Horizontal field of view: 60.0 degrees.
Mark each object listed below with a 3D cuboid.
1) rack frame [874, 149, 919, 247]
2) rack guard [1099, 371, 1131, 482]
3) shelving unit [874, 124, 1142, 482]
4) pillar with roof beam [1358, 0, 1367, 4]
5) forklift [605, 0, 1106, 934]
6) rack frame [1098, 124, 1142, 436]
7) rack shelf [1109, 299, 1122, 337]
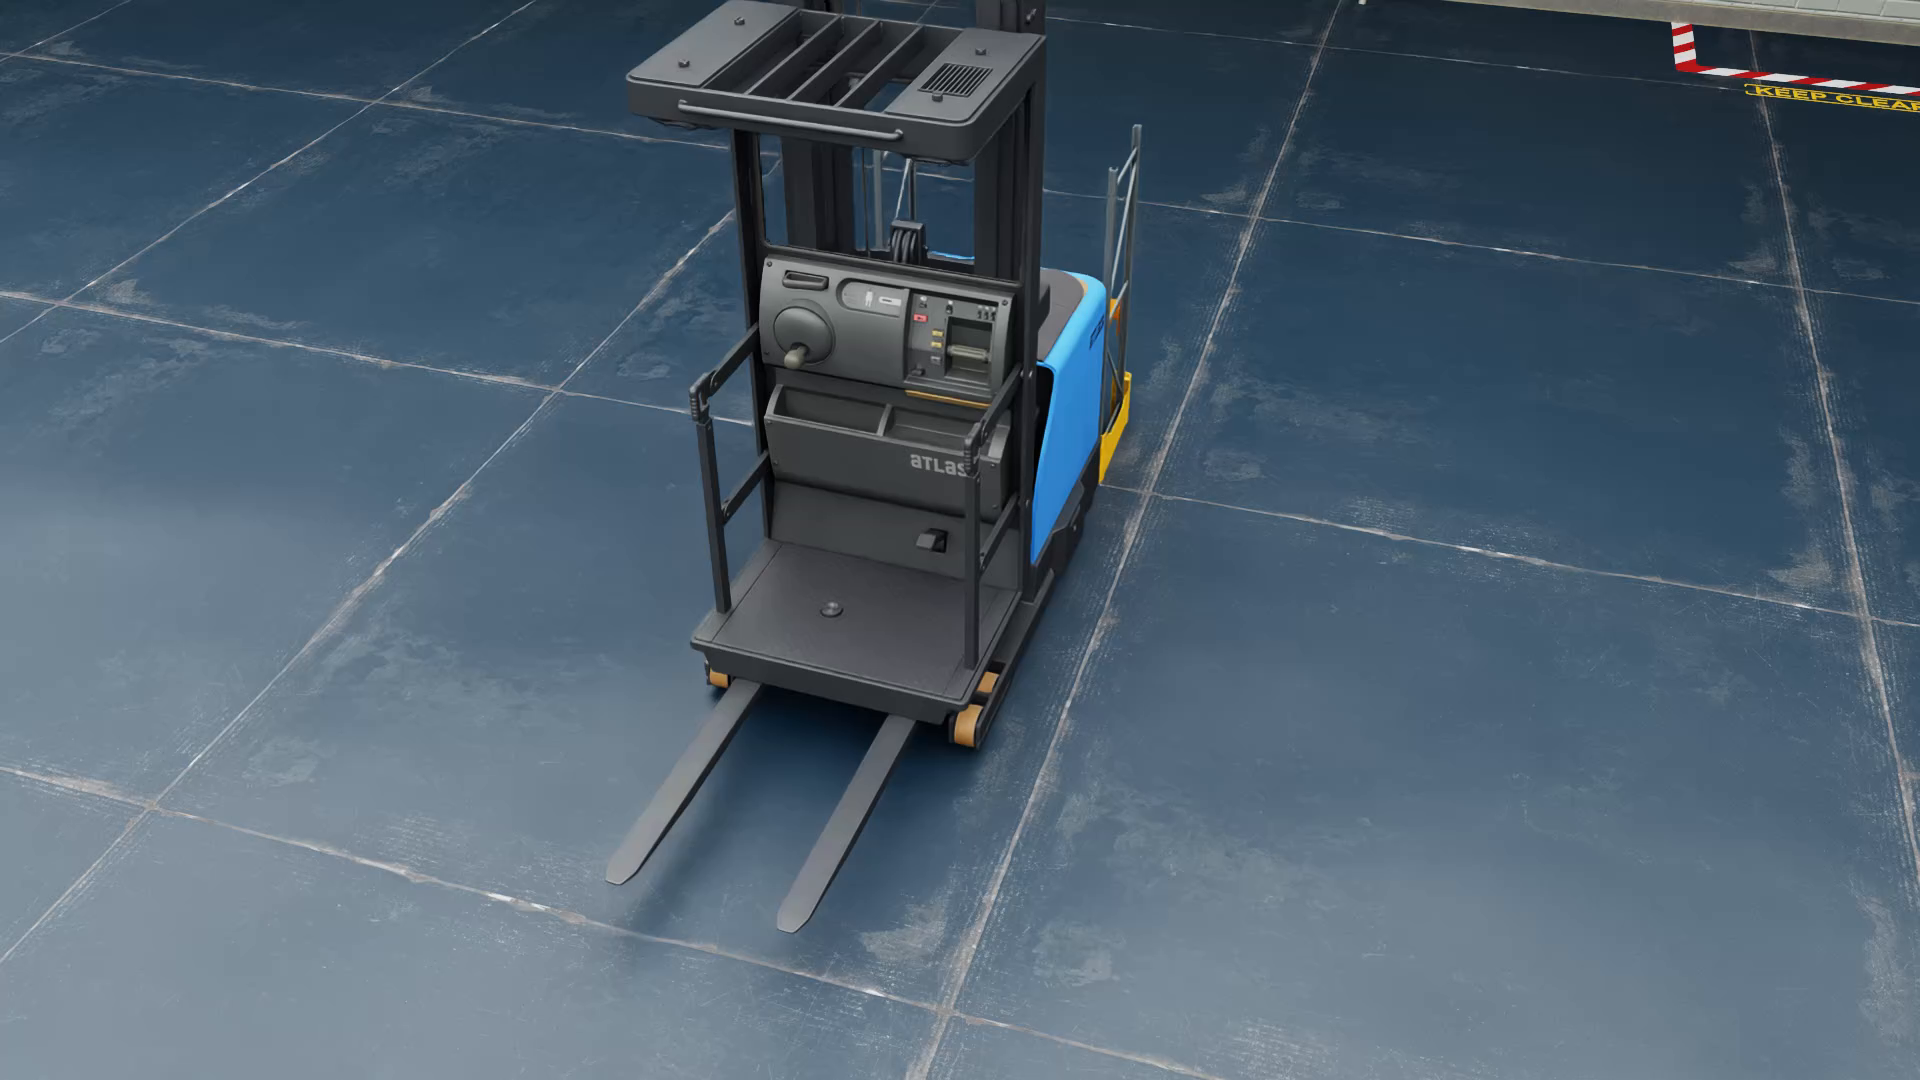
[{"bbox_3d":[-0.278,-1.215,7.635,0.032,1.500,0.500,10,38,14],"label":"rack frame"},{"bbox_3d":[0.692,-0.534,7.765,0.087,0.250,0.587,10,38,14],"label":"rack guard"},{"bbox_3d":[0.216,-1.125,7.513,1.083,1.500,0.587,10,38,14],"label":"shelving unit"},{"bbox_3d":[1.719,-5.466,7.085,0.400,9.000,9.100,10,38,14],"label":"pillar with roof beam"},{"bbox_3d":[-0.339,-0.682,5.704,1.130,2.935,3.031,12,38,15],"label":"forklift"},{"bbox_3d":[0.694,-1.038,7.394,0.032,1.500,0.500,10,38,14],"label":"rack frame"},{"bbox_3d":[0.208,-0.981,7.621,1.000,0.185,0.538,10,38,14],"label":"rack shelf"}]
